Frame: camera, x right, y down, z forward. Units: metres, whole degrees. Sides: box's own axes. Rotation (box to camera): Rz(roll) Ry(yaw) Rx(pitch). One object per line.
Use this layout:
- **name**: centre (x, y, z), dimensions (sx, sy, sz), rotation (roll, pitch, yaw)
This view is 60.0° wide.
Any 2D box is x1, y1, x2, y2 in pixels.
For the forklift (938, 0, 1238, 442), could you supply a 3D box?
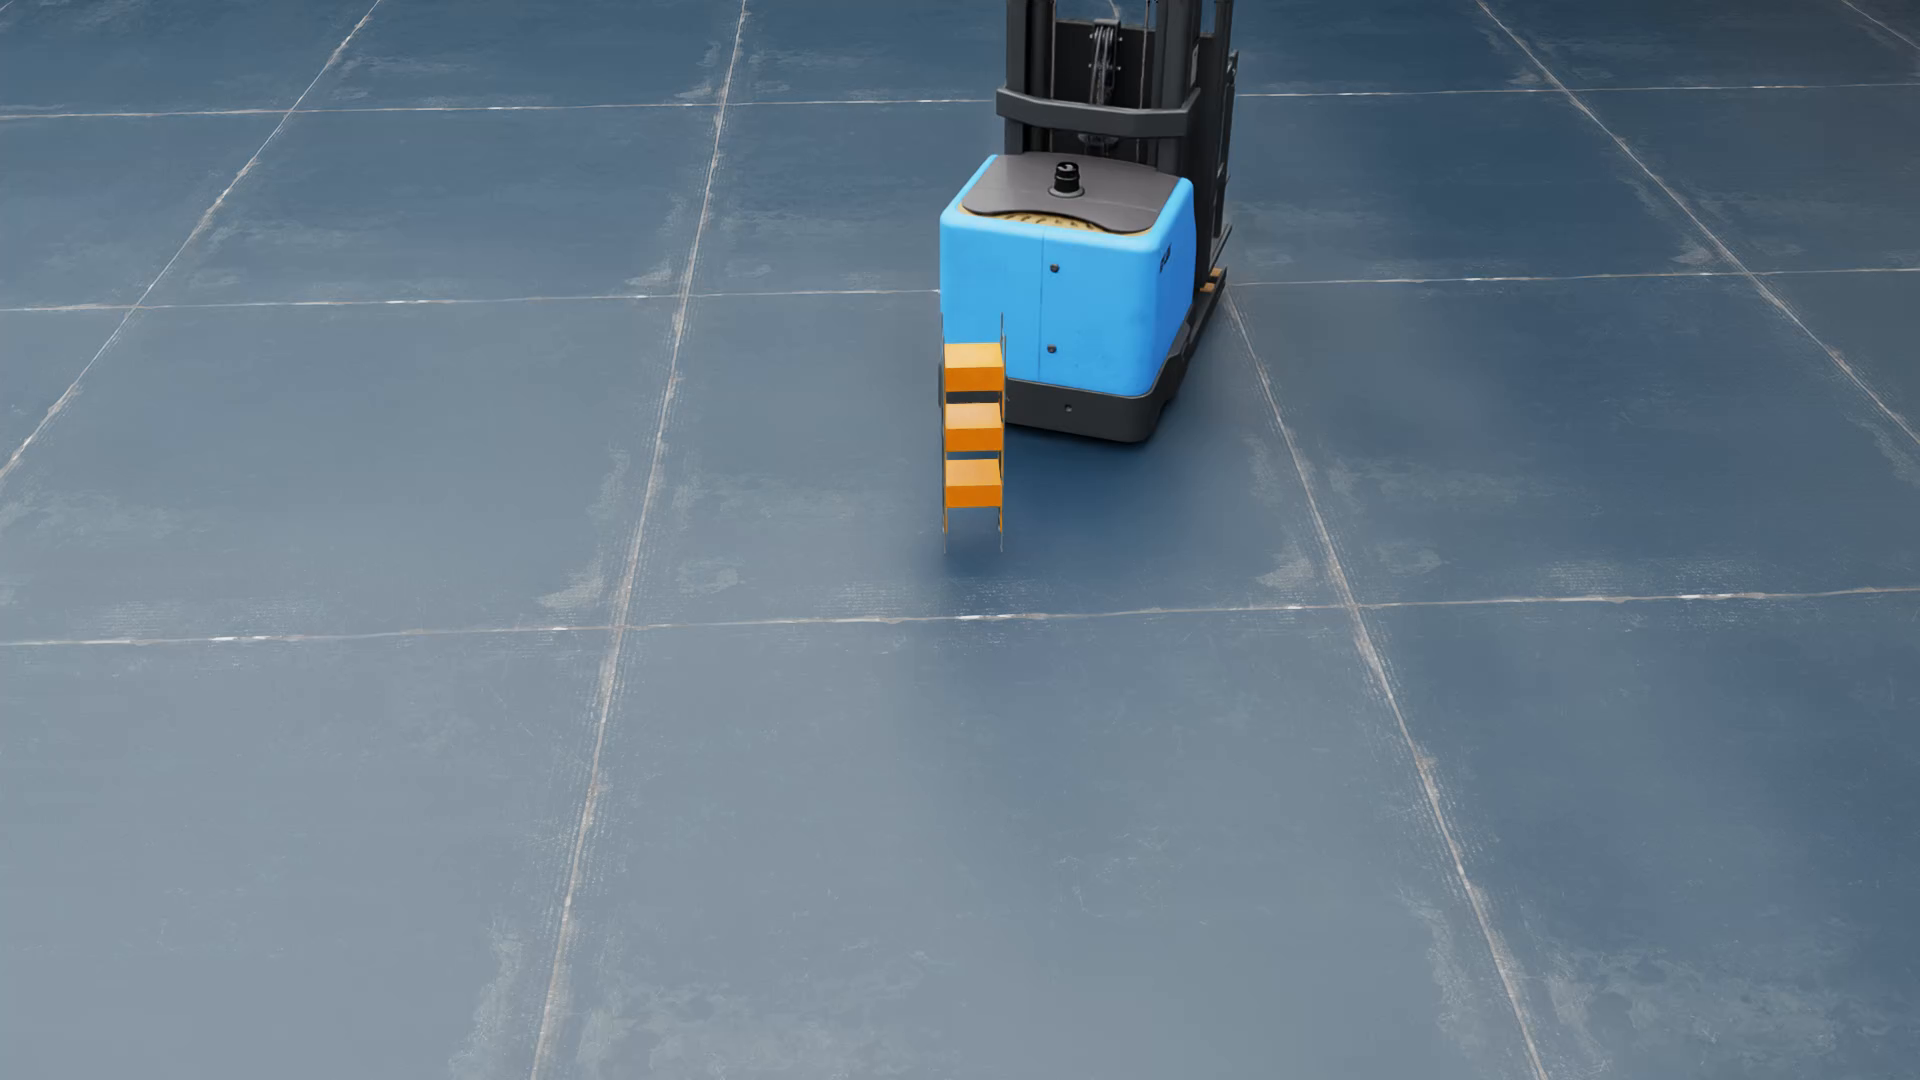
- **forklift**: centre (0.837, -2.499, 8.285), dimensions (1.130, 2.935, 3.031), rotation (11, 36, 15)

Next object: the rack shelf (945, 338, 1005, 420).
- **rack shelf**: centre (0.053, -0.658, 6.798), dimensions (0.240, 0.259, 0.215), rotation (-2, 35, -2)

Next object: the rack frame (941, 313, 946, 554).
- **rack frame**: centre (-0.068, -0.430, 6.949), dimensions (0.008, 1.050, 0.200), rotation (-2, 35, -2)

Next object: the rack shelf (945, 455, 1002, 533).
- **rack shelf**: centre (0.053, -0.196, 7.118), dimensions (0.240, 0.259, 0.215), rotation (-2, 35, -2)

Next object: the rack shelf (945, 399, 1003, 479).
- **rack shelf**: centre (0.053, -0.424, 6.959), dimensions (0.240, 0.259, 0.215), rotation (-2, 35, -2)

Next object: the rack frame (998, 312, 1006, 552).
- **rack frame**: centre (0.175, -0.436, 6.958), dimensions (0.008, 1.050, 0.200), rotation (-2, 35, -2)

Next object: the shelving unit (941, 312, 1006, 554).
- **shelving unit**: centre (0.053, -0.433, 6.953), dimensions (0.252, 1.050, 0.215), rotation (-2, 35, -2)
